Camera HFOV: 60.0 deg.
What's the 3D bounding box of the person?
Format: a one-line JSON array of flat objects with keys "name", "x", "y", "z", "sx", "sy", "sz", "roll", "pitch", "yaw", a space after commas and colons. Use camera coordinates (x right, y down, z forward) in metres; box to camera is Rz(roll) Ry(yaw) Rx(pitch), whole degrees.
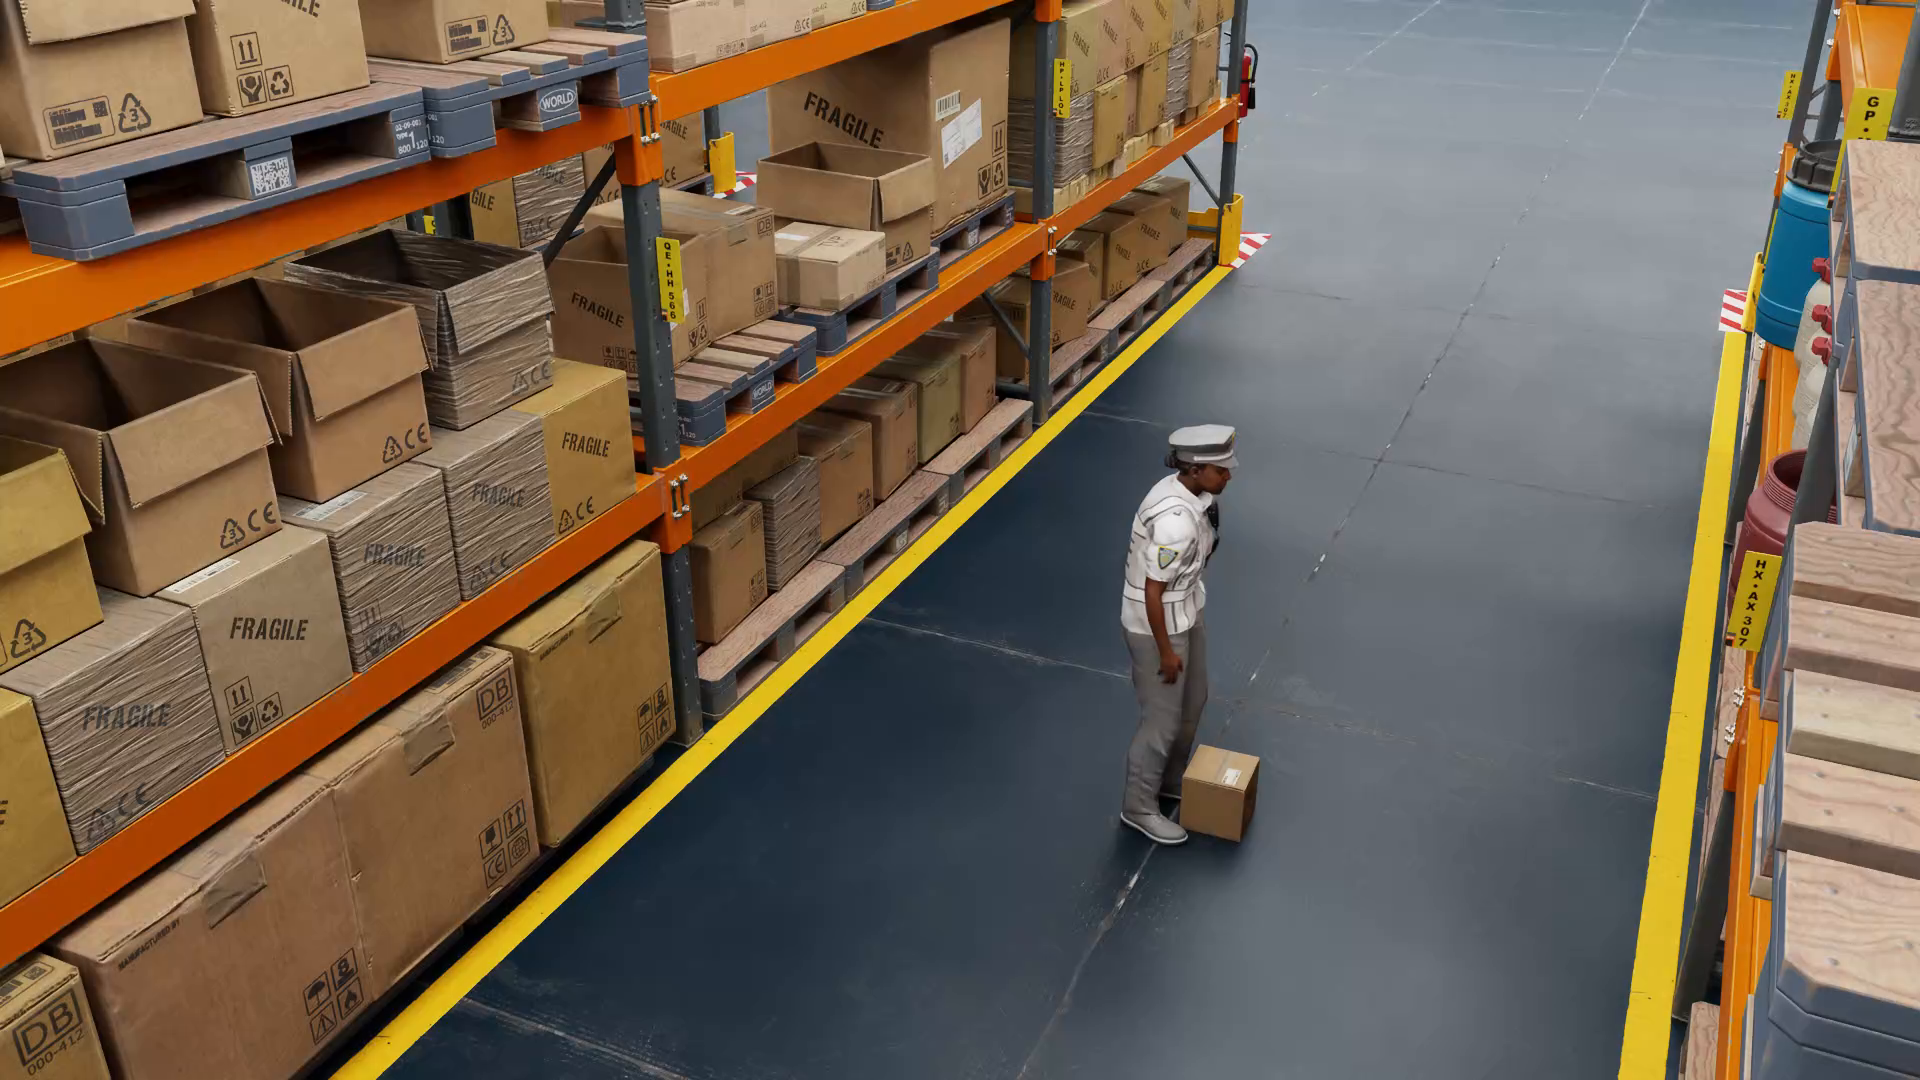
[{"name": "person", "x": 0.837, "y": 0.340, "z": 6.422, "sx": 0.419, "sy": 1.663, "sz": 0.530, "roll": 10, "pitch": 28, "yaw": 20}]
